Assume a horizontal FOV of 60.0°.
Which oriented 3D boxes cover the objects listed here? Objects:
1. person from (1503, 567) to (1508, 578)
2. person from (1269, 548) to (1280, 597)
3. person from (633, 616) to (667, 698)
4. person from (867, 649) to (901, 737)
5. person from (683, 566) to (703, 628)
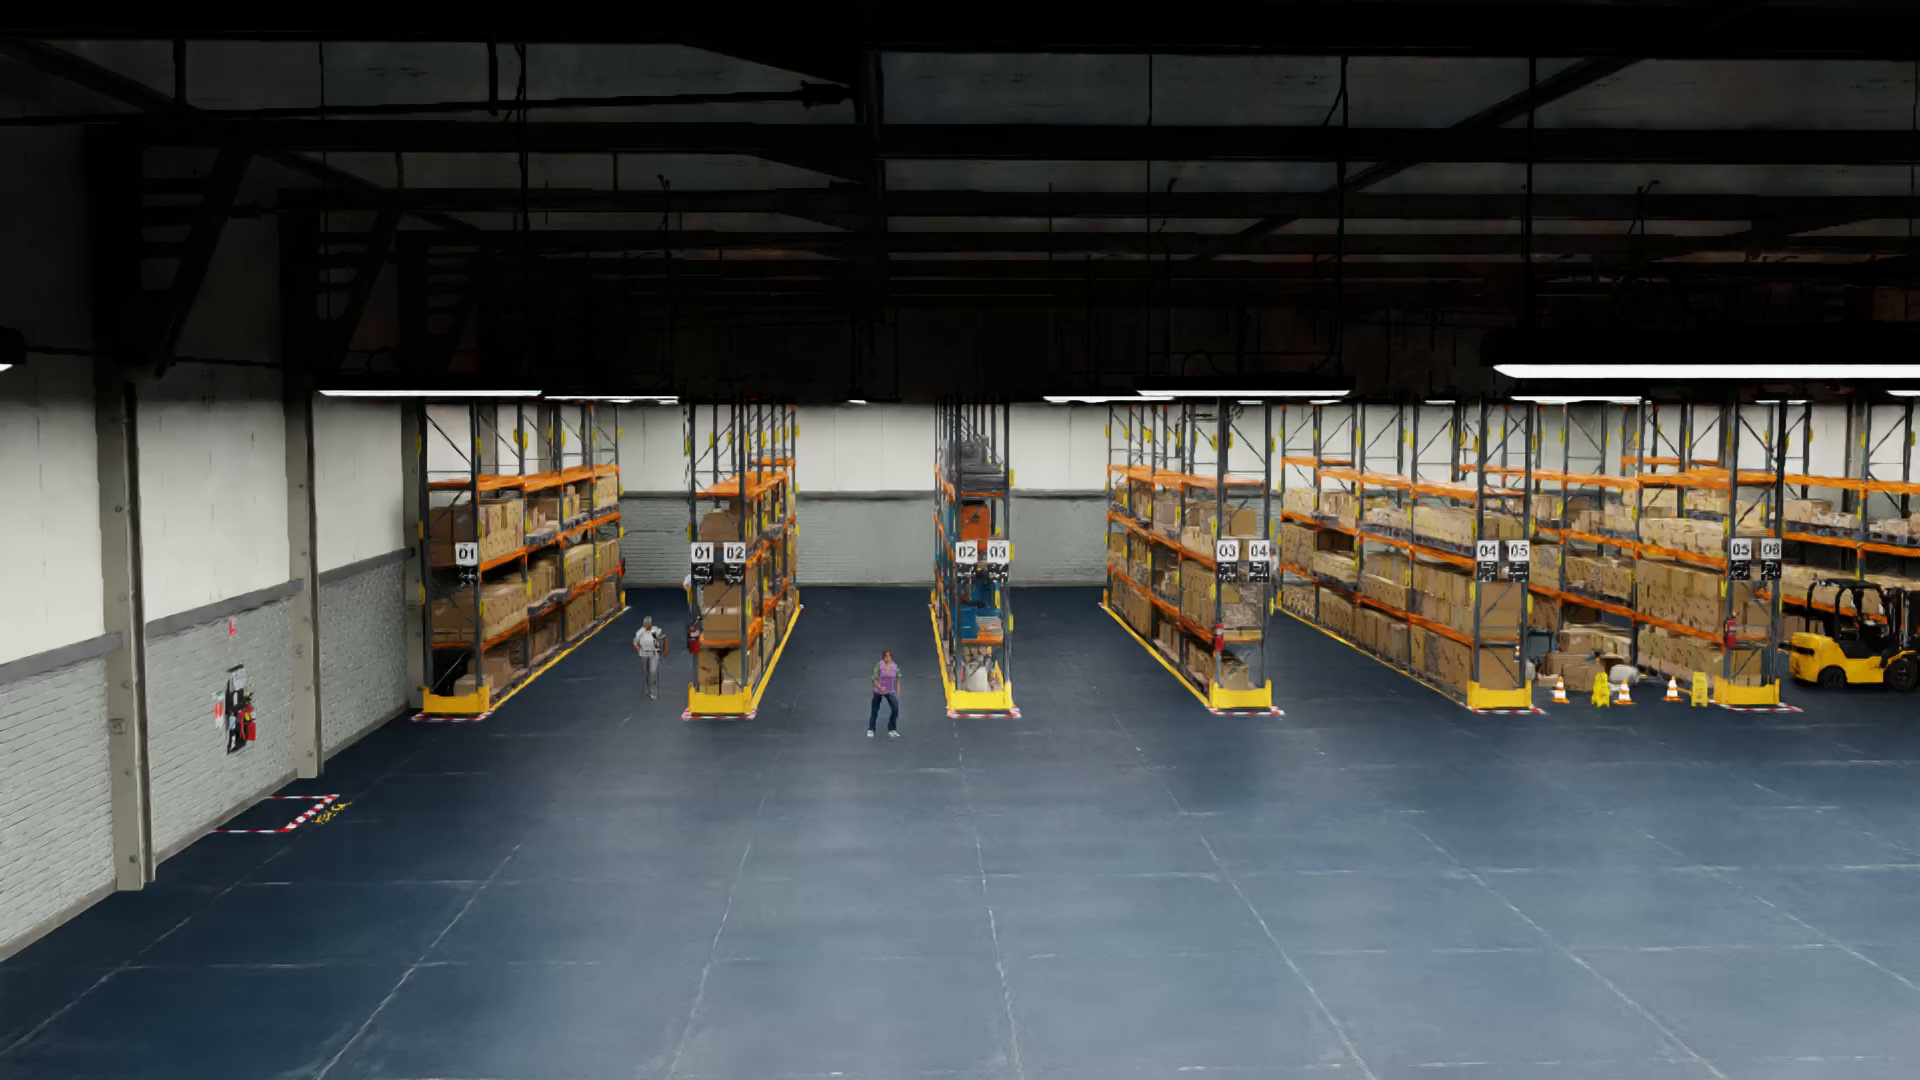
[{"bbox_3d":[13.370,1.553,40.866,0.436,1.788,0.654,3,6,34],"label":"person"},{"bbox_3d":[9.249,1.010,48.964,0.605,1.585,0.431,-3,5,-32],"label":"person"},{"bbox_3d":[-6.155,2.290,32.970,0.625,1.591,0.812,0,5,3],"label":"person"},{"bbox_3d":[-1.295,2.642,28.835,0.597,1.548,0.618,-1,5,-14],"label":"person"},{"bbox_3d":[-6.789,1.450,42.898,0.660,1.682,0.915,0,5,4],"label":"person"}]
